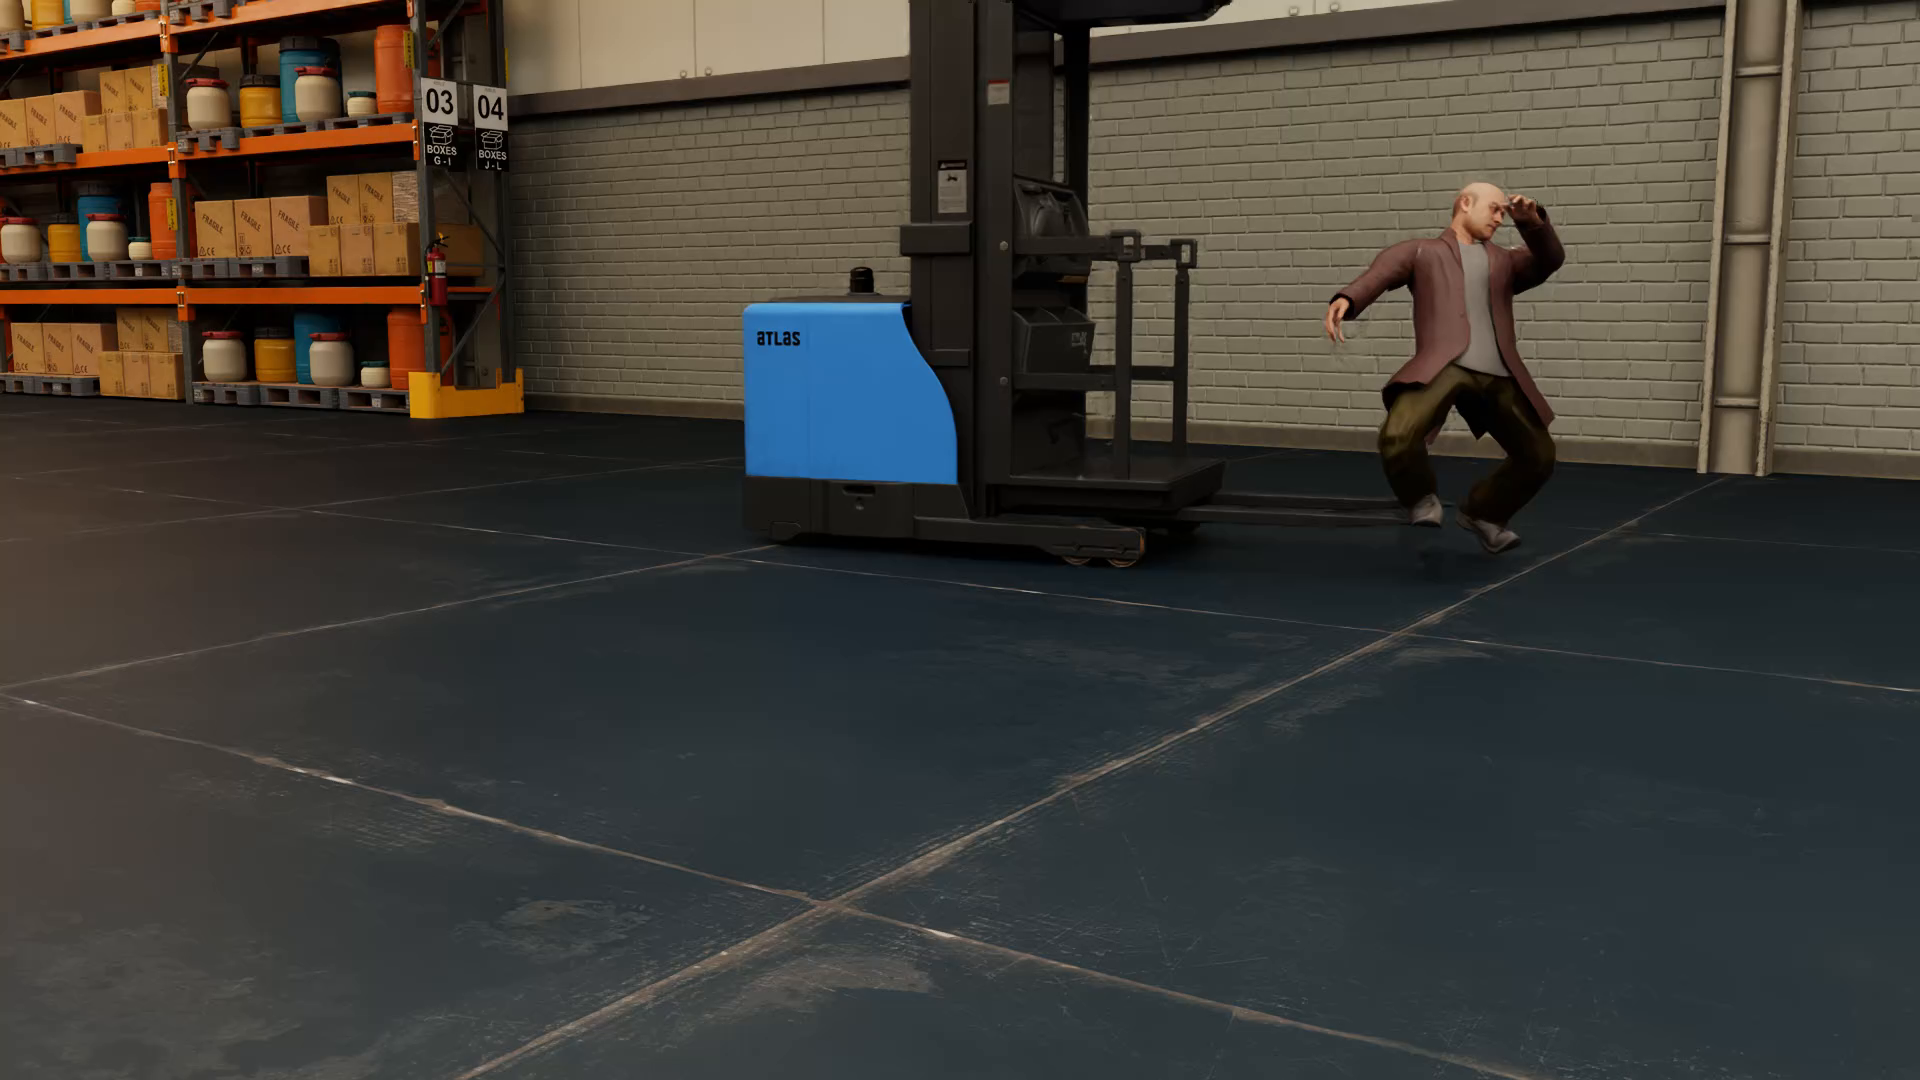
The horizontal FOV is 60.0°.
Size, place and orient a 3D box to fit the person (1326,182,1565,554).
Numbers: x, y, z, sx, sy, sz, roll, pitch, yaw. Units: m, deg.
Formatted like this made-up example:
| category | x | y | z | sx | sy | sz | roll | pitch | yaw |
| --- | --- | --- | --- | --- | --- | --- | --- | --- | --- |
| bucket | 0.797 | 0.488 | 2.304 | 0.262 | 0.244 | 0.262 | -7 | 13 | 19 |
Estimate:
| category | x | y | z | sx | sy | sz | roll | pitch | yaw |
| --- | --- | --- | --- | --- | --- | --- | --- | --- | --- |
| person | 1.872 | -0.646 | 6.538 | 1.035 | 1.507 | 0.869 | -2 | 8 | -15 |

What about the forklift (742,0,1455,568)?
| category | x | y | z | sx | sy | sz | roll | pitch | yaw |
| --- | --- | --- | --- | --- | --- | --- | --- | --- | --- |
| forklift | 0.591 | -1.422 | 7.193 | 3.031 | 2.935 | 1.130 | 3 | 9 | 21 |
